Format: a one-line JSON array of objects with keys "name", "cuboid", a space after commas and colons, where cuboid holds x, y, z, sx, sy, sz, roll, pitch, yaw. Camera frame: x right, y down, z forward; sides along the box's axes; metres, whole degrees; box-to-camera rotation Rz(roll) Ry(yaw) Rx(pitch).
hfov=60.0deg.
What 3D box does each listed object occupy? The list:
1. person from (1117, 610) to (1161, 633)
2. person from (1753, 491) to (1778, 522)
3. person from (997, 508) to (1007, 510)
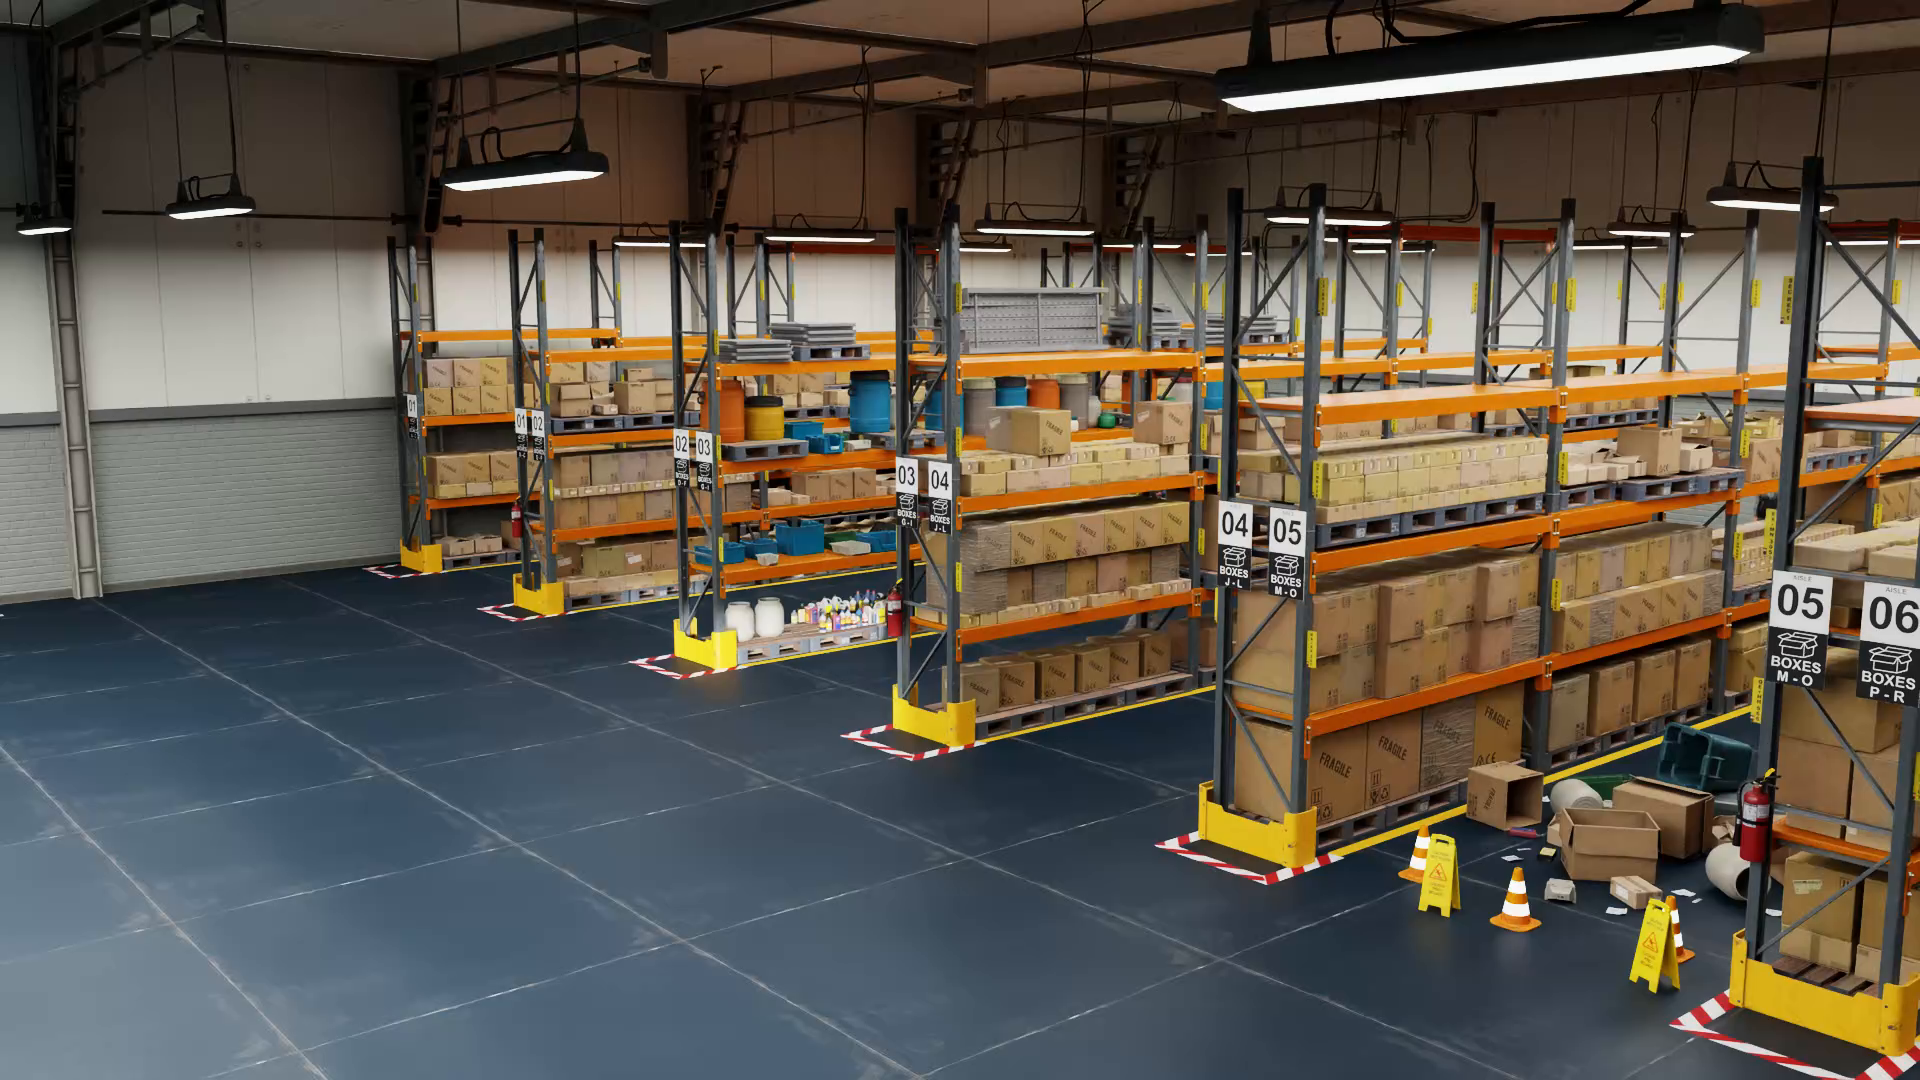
[{"name": "person", "cuboid": [2.525, 0.492, 23.298, 0.926, 1.630, 0.574, -6, 11, -35]}, {"name": "person", "cuboid": [14.933, -0.400, 30.703, 0.530, 1.698, 0.743, 0, 9, -2]}, {"name": "person", "cuboid": [0.631, -0.363, 30.277, 0.691, 1.696, 0.892, 6, 10, 32]}]
